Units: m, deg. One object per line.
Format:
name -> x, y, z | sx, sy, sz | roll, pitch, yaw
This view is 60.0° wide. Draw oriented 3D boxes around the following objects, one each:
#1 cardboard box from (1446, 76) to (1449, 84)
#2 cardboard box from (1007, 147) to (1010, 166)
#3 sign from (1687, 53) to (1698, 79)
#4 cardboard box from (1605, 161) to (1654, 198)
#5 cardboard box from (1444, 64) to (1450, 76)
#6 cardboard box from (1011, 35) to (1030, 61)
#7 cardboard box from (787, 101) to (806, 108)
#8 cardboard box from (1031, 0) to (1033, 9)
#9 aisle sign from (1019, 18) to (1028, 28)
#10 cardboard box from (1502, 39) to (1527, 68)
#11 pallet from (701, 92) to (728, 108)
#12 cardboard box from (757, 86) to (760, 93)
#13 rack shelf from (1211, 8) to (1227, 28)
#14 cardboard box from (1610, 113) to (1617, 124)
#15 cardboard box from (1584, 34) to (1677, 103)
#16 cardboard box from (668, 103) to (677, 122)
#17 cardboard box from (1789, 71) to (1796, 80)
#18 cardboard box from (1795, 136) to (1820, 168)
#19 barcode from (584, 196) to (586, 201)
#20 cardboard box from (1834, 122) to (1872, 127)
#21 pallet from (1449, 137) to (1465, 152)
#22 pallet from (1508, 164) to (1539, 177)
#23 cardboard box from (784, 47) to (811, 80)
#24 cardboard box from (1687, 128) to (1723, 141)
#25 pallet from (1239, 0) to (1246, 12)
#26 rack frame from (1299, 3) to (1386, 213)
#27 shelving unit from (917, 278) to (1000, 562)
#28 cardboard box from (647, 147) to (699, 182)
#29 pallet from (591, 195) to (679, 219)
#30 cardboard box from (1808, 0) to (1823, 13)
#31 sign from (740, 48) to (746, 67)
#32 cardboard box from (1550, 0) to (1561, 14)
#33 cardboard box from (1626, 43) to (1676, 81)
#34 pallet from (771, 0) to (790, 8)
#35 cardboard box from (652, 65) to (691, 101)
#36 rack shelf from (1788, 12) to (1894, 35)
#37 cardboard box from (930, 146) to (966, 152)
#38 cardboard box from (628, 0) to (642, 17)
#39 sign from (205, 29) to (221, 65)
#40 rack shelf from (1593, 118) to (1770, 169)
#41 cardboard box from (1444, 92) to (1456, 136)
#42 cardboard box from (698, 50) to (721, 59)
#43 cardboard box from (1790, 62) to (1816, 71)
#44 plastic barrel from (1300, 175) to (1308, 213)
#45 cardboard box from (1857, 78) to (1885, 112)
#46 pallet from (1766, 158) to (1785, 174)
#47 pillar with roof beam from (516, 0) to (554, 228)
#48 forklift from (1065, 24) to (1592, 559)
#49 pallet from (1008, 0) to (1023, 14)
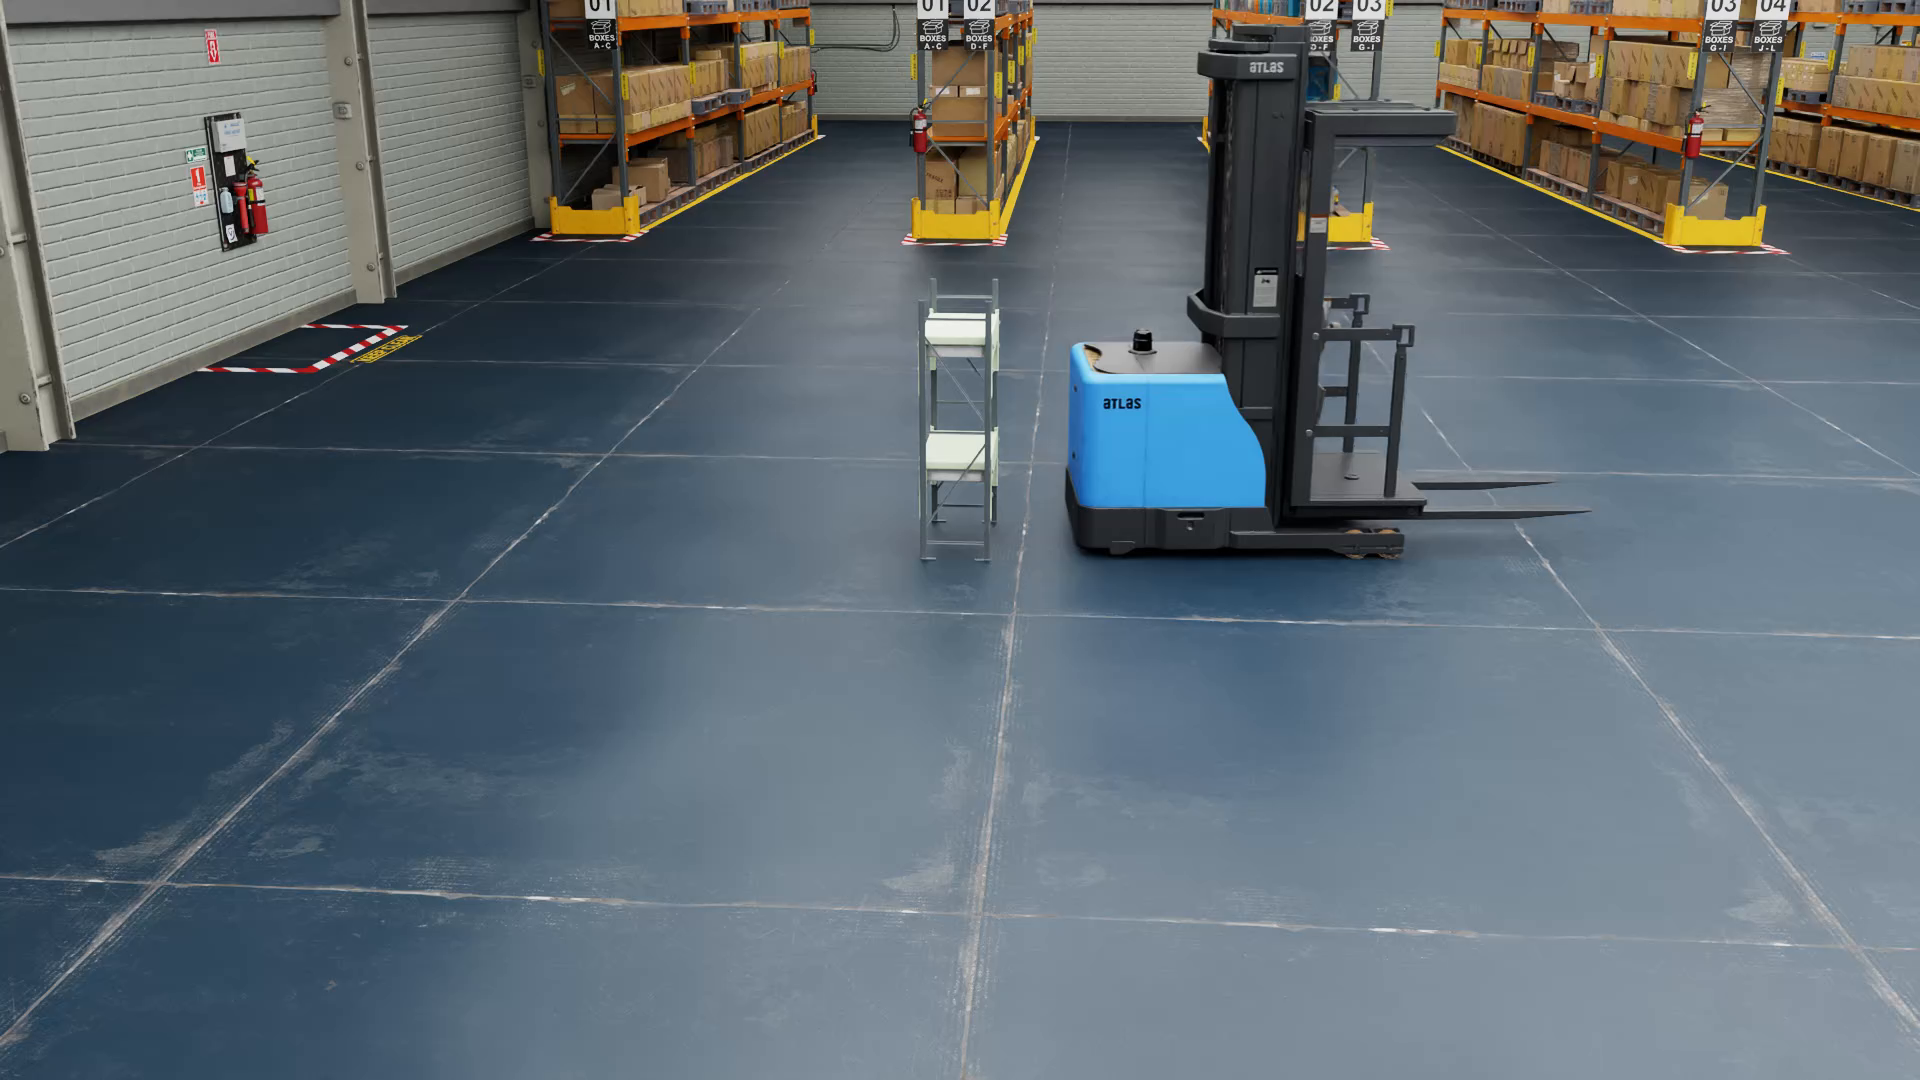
cardboard box -> 10.568, -9.790, 35.388 | 0.380, 0.149, 0.250 | 1, 18, 3
cardboard box -> 0.554, -6.186, 26.825 | 0.500, 0.311, 0.500 | 1, 18, 3
sign -> 9.276, -6.003, 21.058 | 0.100, 0.325, 0.005 | 1, 18, 4
cardboard box -> 10.047, -5.414, 24.970 | 0.500, 0.500, 0.500 | 1, 18, 2
cardboard box -> 10.641, -10.018, 35.443 | 0.500, 0.250, 0.500 | 1, 18, 3
cardboard box -> 1.196, -10.216, 34.516 | 0.500, 0.500, 0.500 | 1, 18, 2
cardboard box -> -3.624, -9.641, 36.827 | 0.380, 0.149, 0.250 | 1, 18, 3
cardboard box -> 1.321, -11.664, 36.126 | 0.500, 0.250, 0.500 | 1, 18, 4
aisle sign -> 1.405, -11.725, 36.714 | 0.394, 0.787, 0.004 | 1, 18, 4
cardboard box -> 10.590, -9.123, 31.177 | 0.797, 0.503, 0.637 | 1, 18, 5
pallet -> -4.521, -7.393, 27.977 | 1.003, 0.211, 1.213 | 1, 18, 4
cardboard box -> -4.040, -8.645, 31.861 | 0.380, 0.149, 0.250 | 2, 18, 6
rack shelf -> 5.892, -10.826, 34.483 | 1.077, 0.370, 4.000 | 1, 18, 4
cardboard box -> 9.779, -6.191, 24.403 | 0.380, 0.149, 0.250 | 1, 18, 4
cardboard box -> 10.312, -7.254, 25.607 | 1.000, 1.000, 1.000 | 1, 18, 4
cardboard box -> -4.503, -6.331, 24.636 | 0.500, 0.250, 0.500 | 1, 18, 4
cardboard box -> 14.975, -8.254, 29.546 | 0.380, 0.149, 0.250 | 1, 18, 4
cardboard box -> 15.128, -6.848, 29.345 | 0.500, 0.500, 0.500 | 1, 18, 4
barcode -> -5.252, -4.778, 23.286 | 0.001, 0.075, 0.075 | 1, 18, 4
cardboard box -> 15.633, -7.203, 29.224 | 0.500, 0.250, 0.500 | 0, 18, 1
pallet -> 10.906, -8.300, 34.914 | 1.003, 0.211, 1.213 | 1, 18, 4
pallet -> 10.534, -6.686, 29.990 | 1.003, 0.211, 1.213 | 1, 18, 4
cardboard box -> -3.873, -10.569, 36.878 | 0.980, 0.700, 0.700 | 2, 18, 6
cardboard box -> 9.643, -5.257, 21.554 | 0.380, 0.149, 0.250 | 1, 18, 4
pallet -> 5.711, -9.859, 30.680 | 1.003, 0.211, 1.213 | 1, 18, 4
rack frame -> 4.888, -5.394, 21.568 | 1.000, 3.000, 0.127 | 1, 18, 4
shelving unit -> 0.000, -0.711, 9.683 | 0.431, 1.500, 0.755 | 1, 18, 4
cardboard box -> -4.670, -6.108, 27.054 | 0.700, 0.500, 0.500 | 2, 18, 6
pallet -> -4.804, -4.943, 24.670 | 1.003, 0.211, 1.213 | 1, 18, 4
cardboard box -> 15.152, -9.438, 28.931 | 0.500, 0.500, 0.500 | 1, 18, 4
sign -> -3.878, -8.603, 29.630 | 0.100, 0.325, 0.005 | 1, 18, 4
cardboard box -> 10.077, -8.823, 27.455 | 0.500, 0.250, 0.500 | 2, 18, 5
cardboard box -> 9.759, -6.745, 23.447 | 0.500, 0.500, 0.500 | 1, 18, 4
pallet -> -4.064, -10.979, 33.939 | 1.003, 0.211, 1.213 | 1, 18, 4
cardboard box -> -4.432, -6.999, 25.469 | 0.500, 0.500, 0.500 | 1, 18, 4
rack shelf -> 15.485, -9.331, 29.920 | 1.077, 0.370, 4.000 | 1, 18, 4
cardboard box -> -0.182, -5.550, 24.580 | 0.500, 0.500, 0.500 | 1, 18, 4
cardboard box -> -4.646, -7.362, 22.564 | 0.500, 0.500, 0.500 | 2, 18, 8
sign -> -6.551, -4.323, 14.577 | 0.001, 0.298, 0.199 | 1, 18, 4
rack shelf -> 9.972, -5.563, 23.238 | 1.077, 0.370, 4.000 | 1, 18, 4
cardboard box -> 11.009, -9.242, 36.050 | 0.875, 0.875, 0.875 | 1, 18, 4
cardboard box -> -4.415, -8.557, 29.312 | 0.380, 0.149, 0.250 | -1, 18, -3
cardboard box -> 14.974, -8.394, 29.496 | 0.380, 0.149, 0.250 | 2, 18, 6
plastic barrel -> 4.895, -4.773, 22.994 | 0.421, 0.512, 0.421 | 0, 18, 0
cardboard box -> 14.970, -7.226, 26.997 | 0.500, 0.500, 0.500 | 1, 18, 4
pallet -> 15.490, -6.922, 30.708 | 1.003, 0.211, 1.213 | 1, 18, 4
pillar with roof beam -> -1.512, -8.607, 21.738 | 9.100, 9.000, 0.400 | 1, 18, 4
forklift -> 2.183, -1.449, 9.638 | 3.031, 2.935, 1.130 | 0, 18, -1
pallet -> 0.485, -8.766, 27.345 | 1.003, 0.211, 1.213 | 2, 18, 6
